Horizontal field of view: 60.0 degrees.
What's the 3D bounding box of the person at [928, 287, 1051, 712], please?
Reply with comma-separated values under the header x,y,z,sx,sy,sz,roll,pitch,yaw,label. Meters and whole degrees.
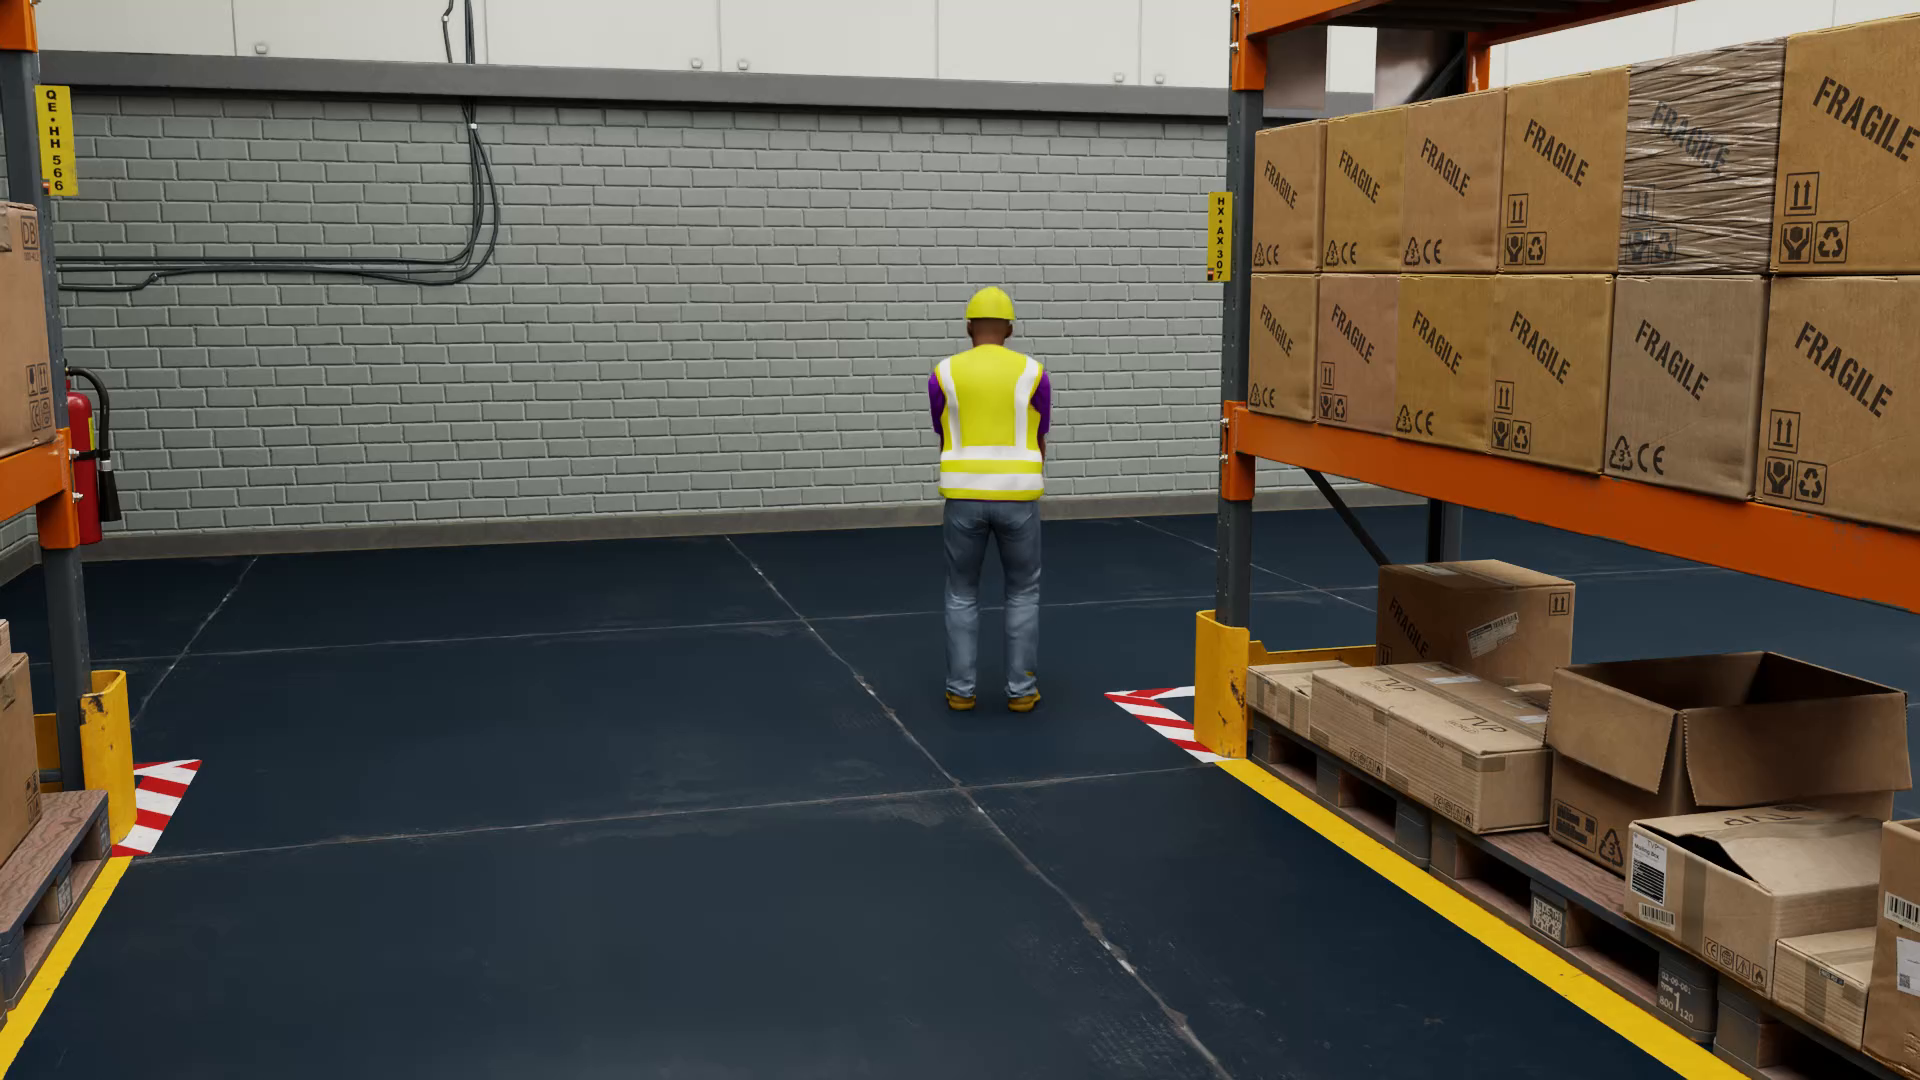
x,y,z,sx,sy,sz,roll,pitch,yaw,label
0.125,-0.180,6.972,0.503,1.745,0.583,1,9,4,person
